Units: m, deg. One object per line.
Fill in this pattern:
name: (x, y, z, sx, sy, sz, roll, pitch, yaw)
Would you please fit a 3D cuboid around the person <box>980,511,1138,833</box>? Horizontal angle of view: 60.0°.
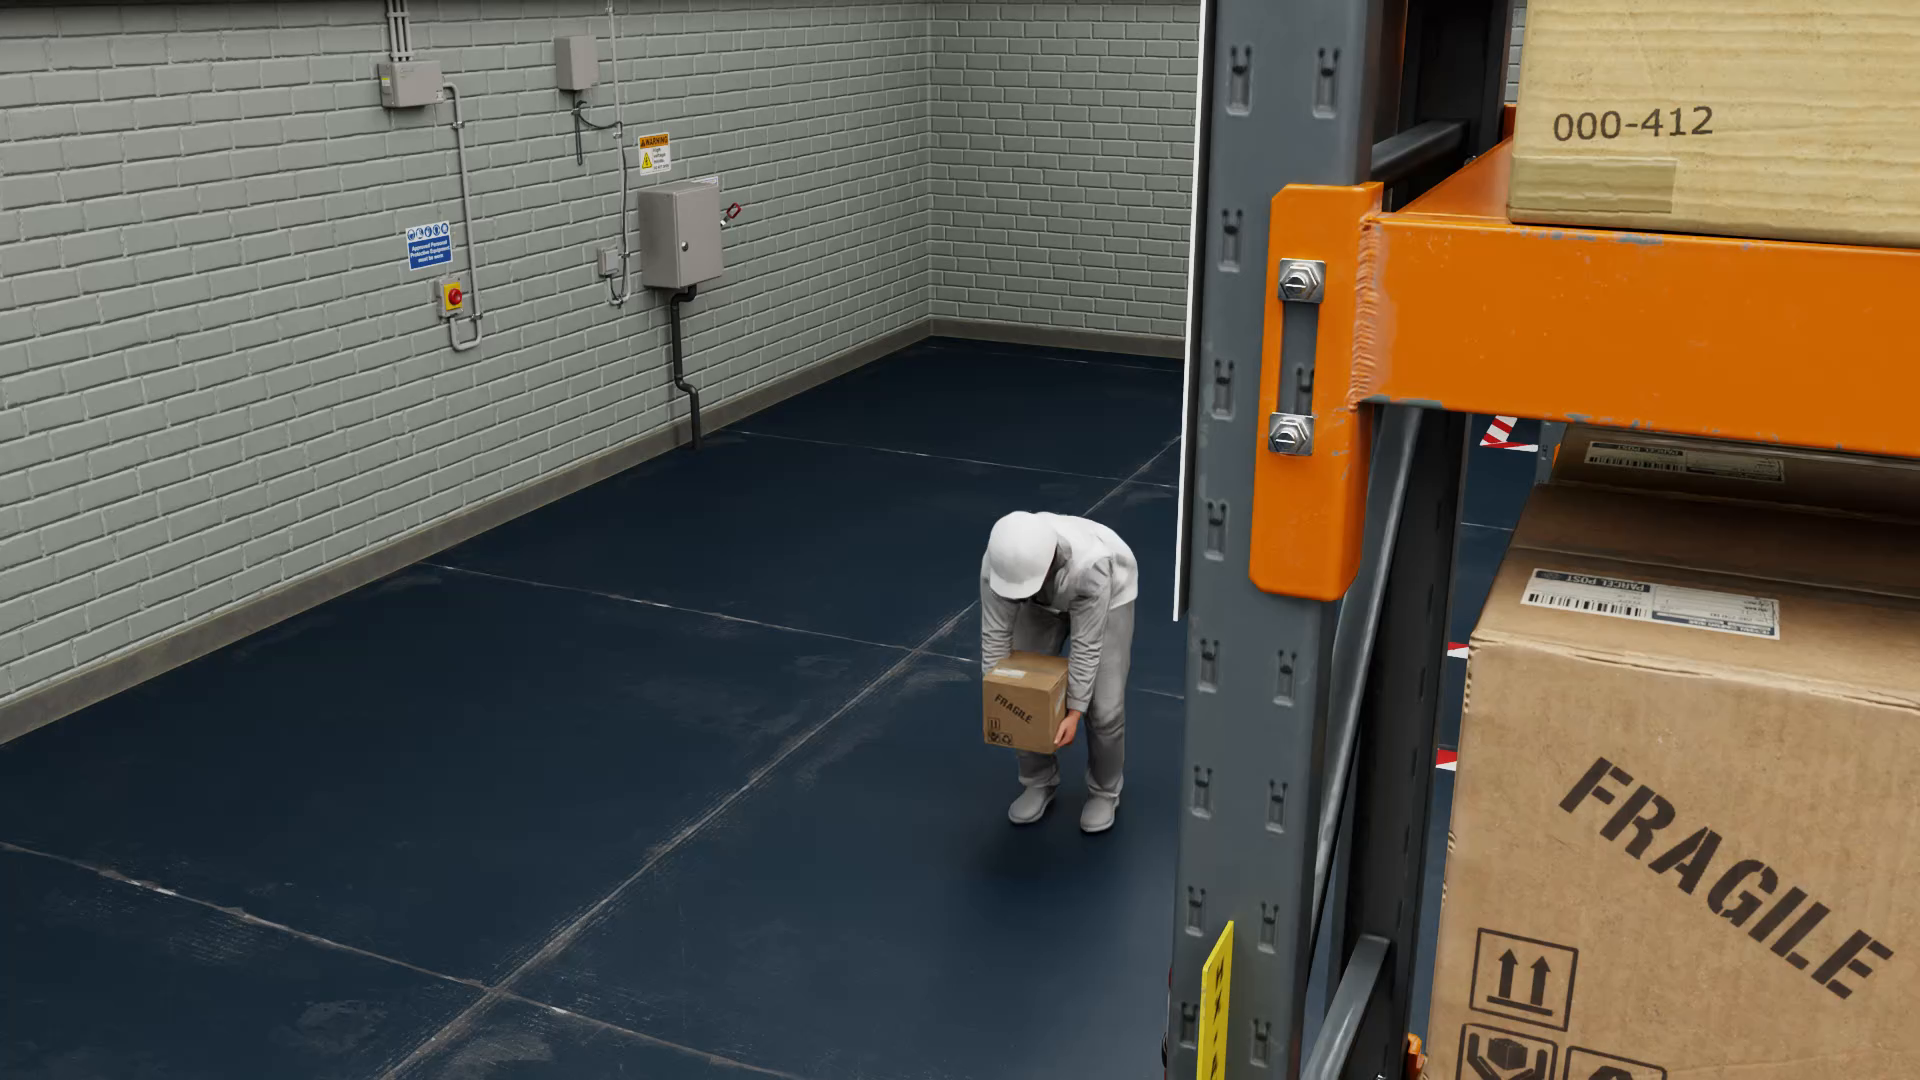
person: (0.330, 0.444, 5.882, 0.465, 1.351, 0.936, 8, 20, 21)
